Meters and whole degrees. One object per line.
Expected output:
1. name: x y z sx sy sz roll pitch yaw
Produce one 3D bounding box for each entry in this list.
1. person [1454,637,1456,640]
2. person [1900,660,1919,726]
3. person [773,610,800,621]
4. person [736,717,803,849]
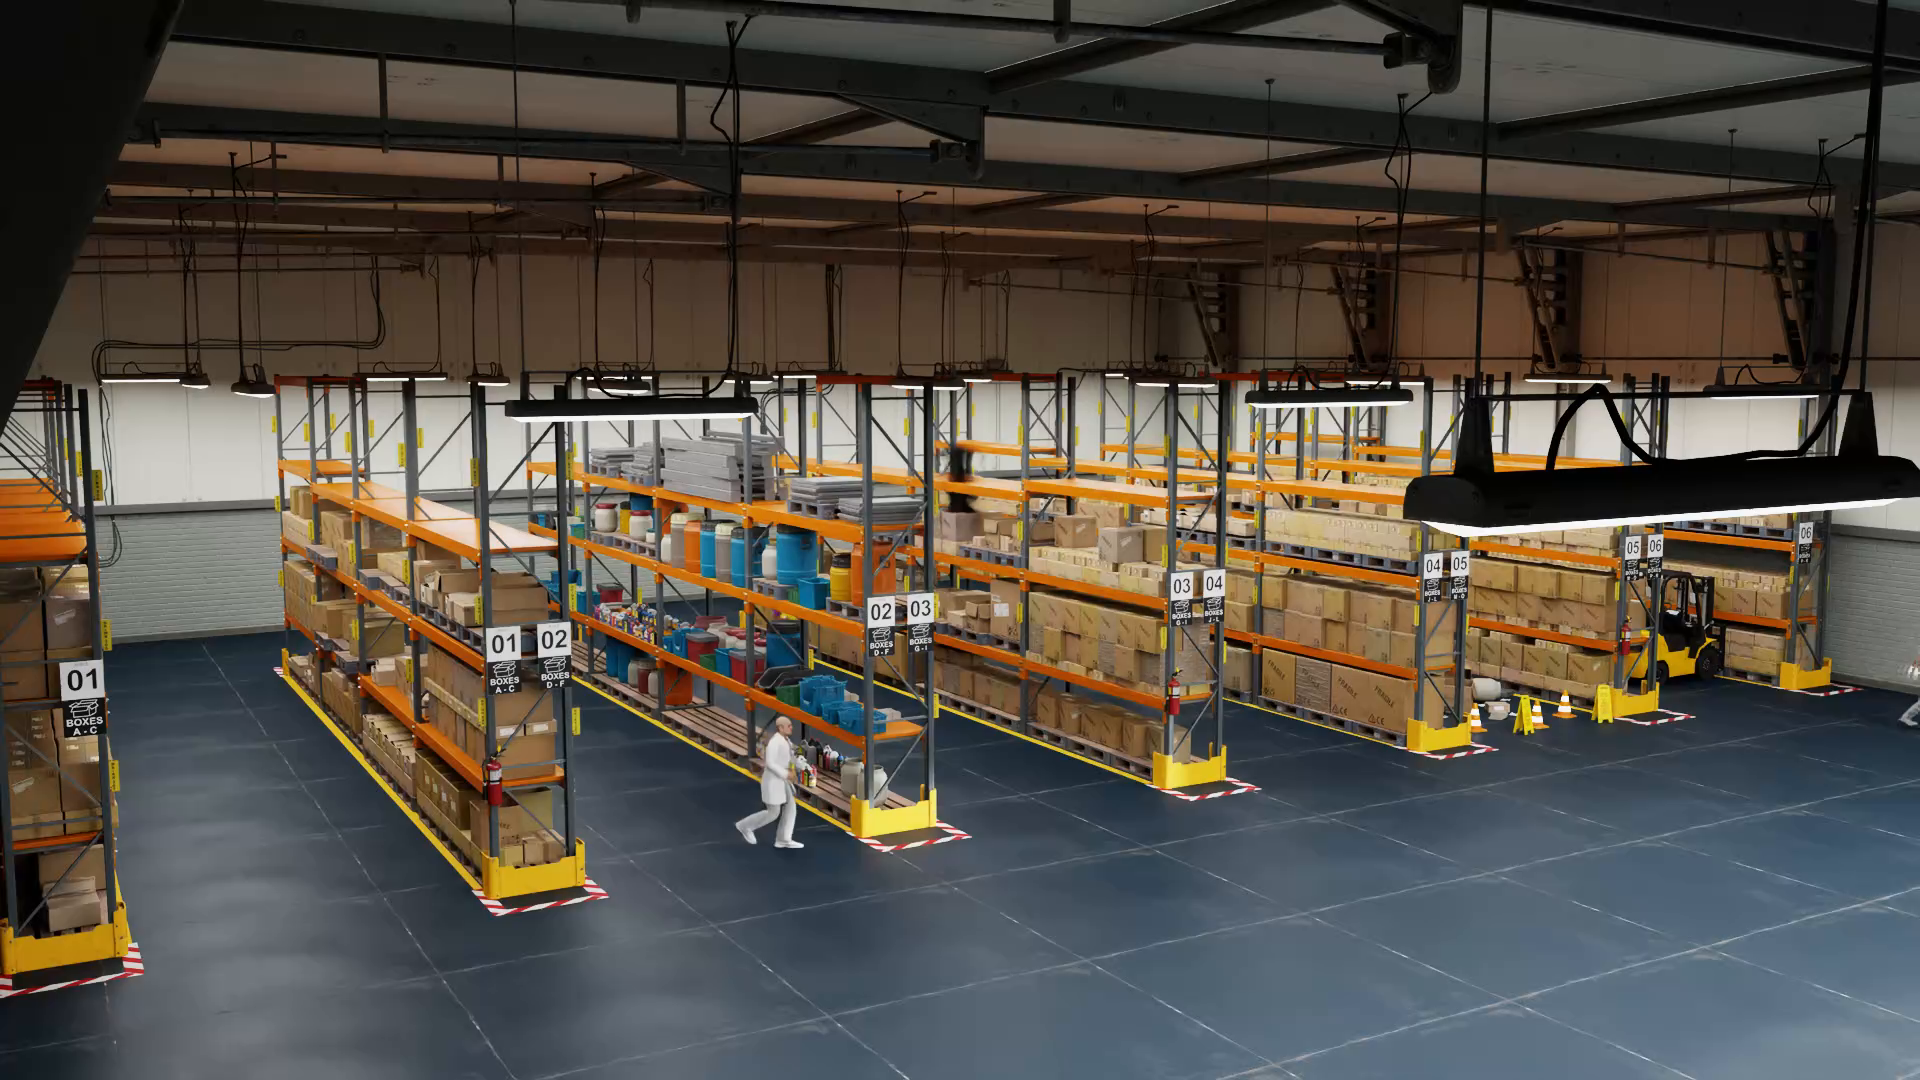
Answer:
1. person: 10.232 1.522 35.826 0.696 1.755 0.971 -4 7 -32
2. person: 16.530 2.441 28.122 0.704 1.586 1.123 -3 7 -25
3. person: -3.425 1.819 33.301 0.665 1.810 0.830 -3 7 -22
4. person: -2.464 3.130 21.465 0.878 1.736 0.705 1 6 12
